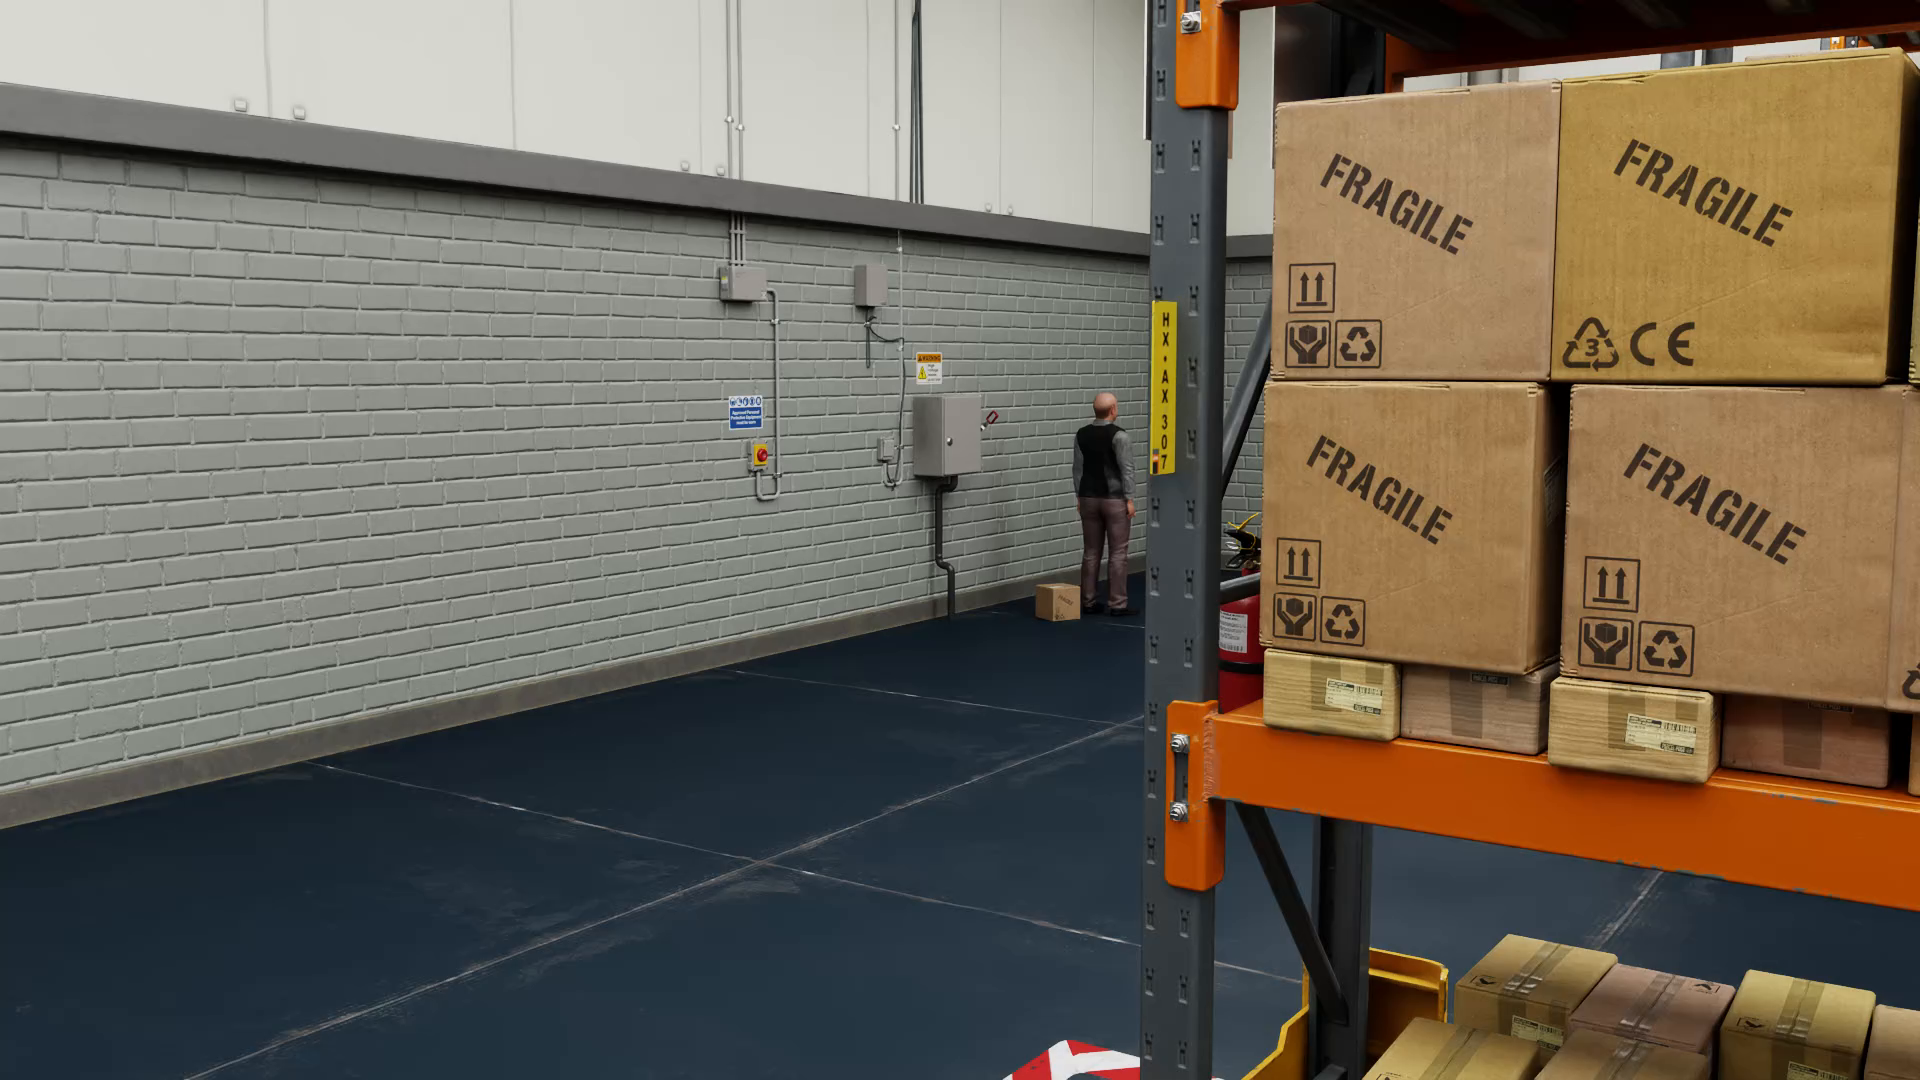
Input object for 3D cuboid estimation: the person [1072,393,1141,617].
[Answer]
[{"bbox_3d":[1.140,-0.281,12.939,0.530,1.725,0.358,5,8,36],"label":"person"}]
